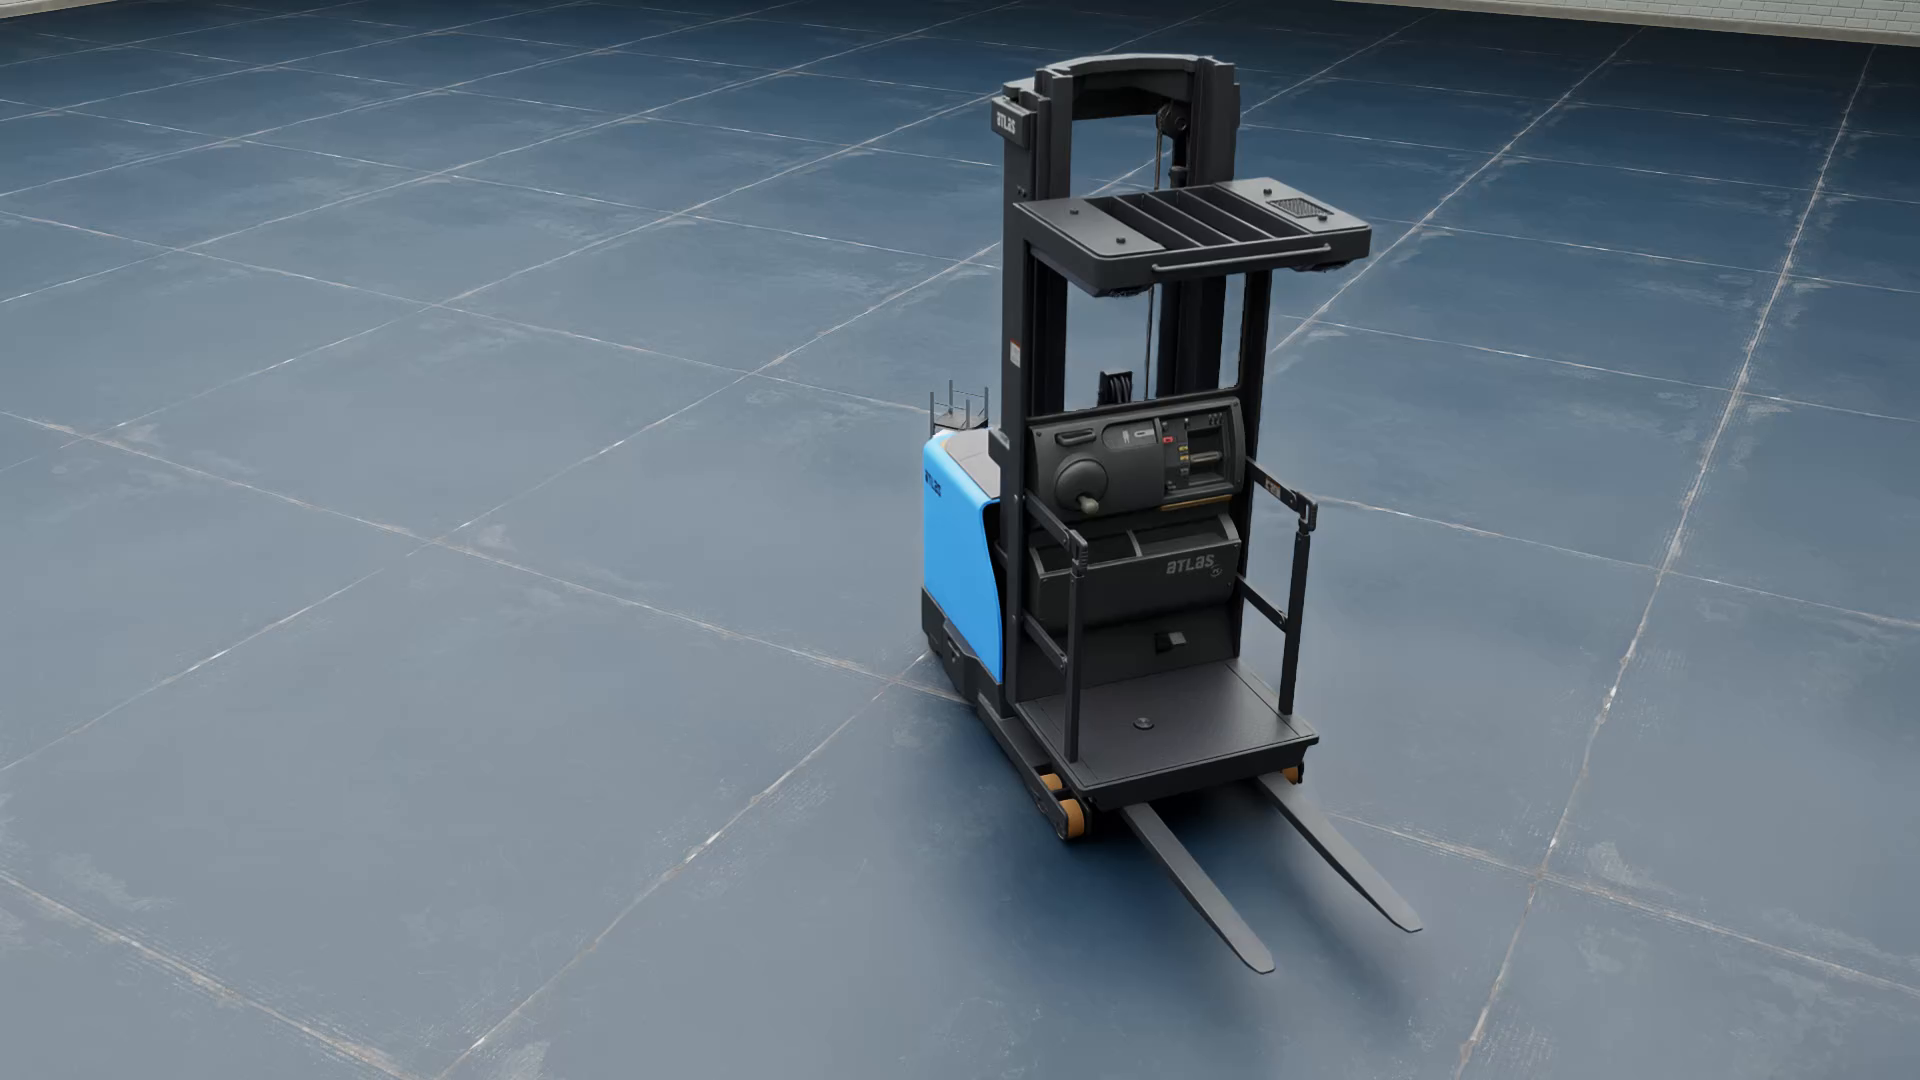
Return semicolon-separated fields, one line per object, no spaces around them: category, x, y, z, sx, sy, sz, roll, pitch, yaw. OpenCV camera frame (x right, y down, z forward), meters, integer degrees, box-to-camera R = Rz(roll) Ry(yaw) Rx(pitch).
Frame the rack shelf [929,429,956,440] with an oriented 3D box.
rack shelf;-0.004;-0.530;8.977;0.258;0.077;0.200;14;30;26

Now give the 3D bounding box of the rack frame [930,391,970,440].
rack frame;-0.054;-0.360;8.963;0.240;0.900;0.006;14;30;26

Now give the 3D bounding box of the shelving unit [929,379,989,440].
shelving unit;-0.004;-0.399;9.042;0.258;0.900;0.210;14;30;26

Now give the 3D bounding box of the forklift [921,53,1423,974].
forklift;0.811;-0.297;6.569;1.130;2.935;3.031;-10;28;-19

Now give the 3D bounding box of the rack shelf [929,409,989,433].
rack shelf;-0.004;-0.611;8.936;0.258;0.077;0.200;14;30;26

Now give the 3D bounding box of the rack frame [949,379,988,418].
rack frame;0.046;-0.439;9.121;0.240;0.900;0.006;14;30;26
